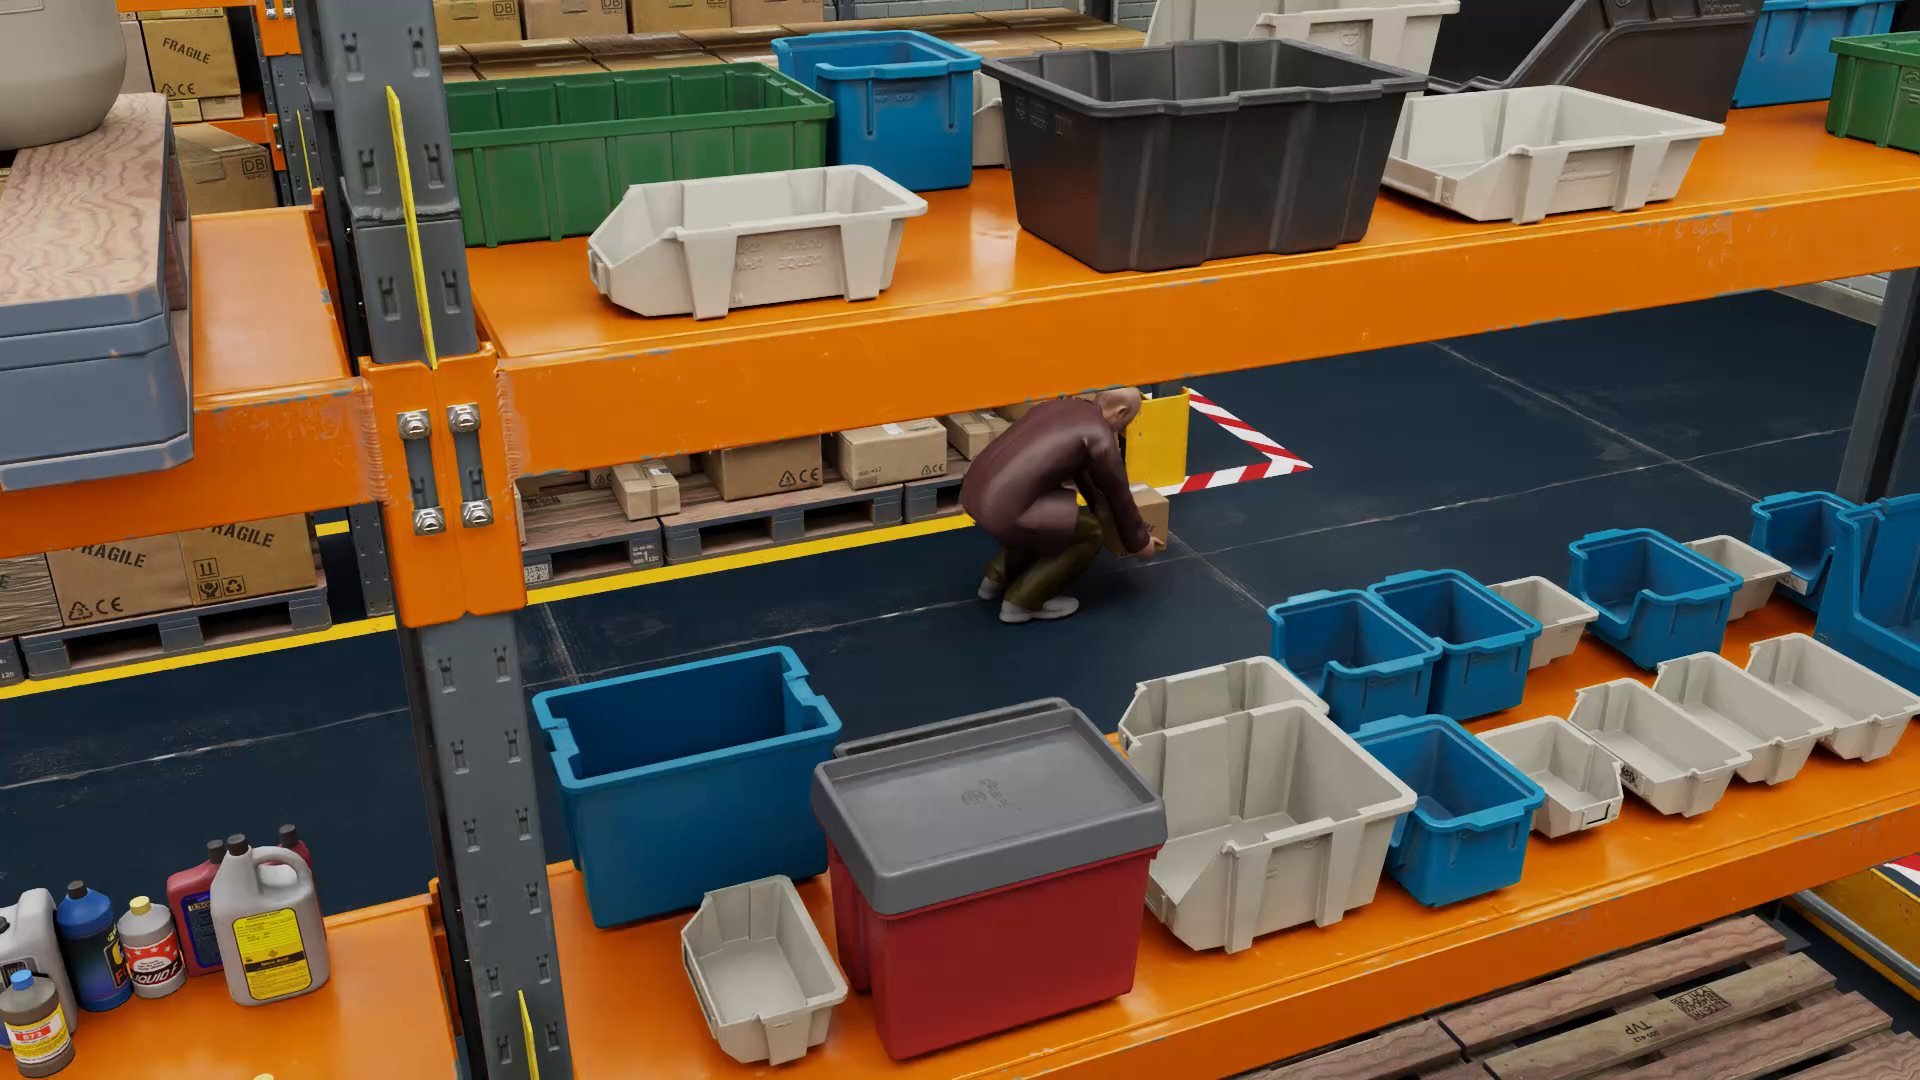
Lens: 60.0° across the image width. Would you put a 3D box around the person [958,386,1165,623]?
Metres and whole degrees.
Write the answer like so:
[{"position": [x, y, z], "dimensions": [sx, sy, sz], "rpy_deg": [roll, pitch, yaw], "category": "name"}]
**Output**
[{"position": [0.451, -0.186, 7.422], "dimensions": [0.948, 1.000, 0.569], "rpy_deg": [-11, 28, -22], "category": "person"}]
